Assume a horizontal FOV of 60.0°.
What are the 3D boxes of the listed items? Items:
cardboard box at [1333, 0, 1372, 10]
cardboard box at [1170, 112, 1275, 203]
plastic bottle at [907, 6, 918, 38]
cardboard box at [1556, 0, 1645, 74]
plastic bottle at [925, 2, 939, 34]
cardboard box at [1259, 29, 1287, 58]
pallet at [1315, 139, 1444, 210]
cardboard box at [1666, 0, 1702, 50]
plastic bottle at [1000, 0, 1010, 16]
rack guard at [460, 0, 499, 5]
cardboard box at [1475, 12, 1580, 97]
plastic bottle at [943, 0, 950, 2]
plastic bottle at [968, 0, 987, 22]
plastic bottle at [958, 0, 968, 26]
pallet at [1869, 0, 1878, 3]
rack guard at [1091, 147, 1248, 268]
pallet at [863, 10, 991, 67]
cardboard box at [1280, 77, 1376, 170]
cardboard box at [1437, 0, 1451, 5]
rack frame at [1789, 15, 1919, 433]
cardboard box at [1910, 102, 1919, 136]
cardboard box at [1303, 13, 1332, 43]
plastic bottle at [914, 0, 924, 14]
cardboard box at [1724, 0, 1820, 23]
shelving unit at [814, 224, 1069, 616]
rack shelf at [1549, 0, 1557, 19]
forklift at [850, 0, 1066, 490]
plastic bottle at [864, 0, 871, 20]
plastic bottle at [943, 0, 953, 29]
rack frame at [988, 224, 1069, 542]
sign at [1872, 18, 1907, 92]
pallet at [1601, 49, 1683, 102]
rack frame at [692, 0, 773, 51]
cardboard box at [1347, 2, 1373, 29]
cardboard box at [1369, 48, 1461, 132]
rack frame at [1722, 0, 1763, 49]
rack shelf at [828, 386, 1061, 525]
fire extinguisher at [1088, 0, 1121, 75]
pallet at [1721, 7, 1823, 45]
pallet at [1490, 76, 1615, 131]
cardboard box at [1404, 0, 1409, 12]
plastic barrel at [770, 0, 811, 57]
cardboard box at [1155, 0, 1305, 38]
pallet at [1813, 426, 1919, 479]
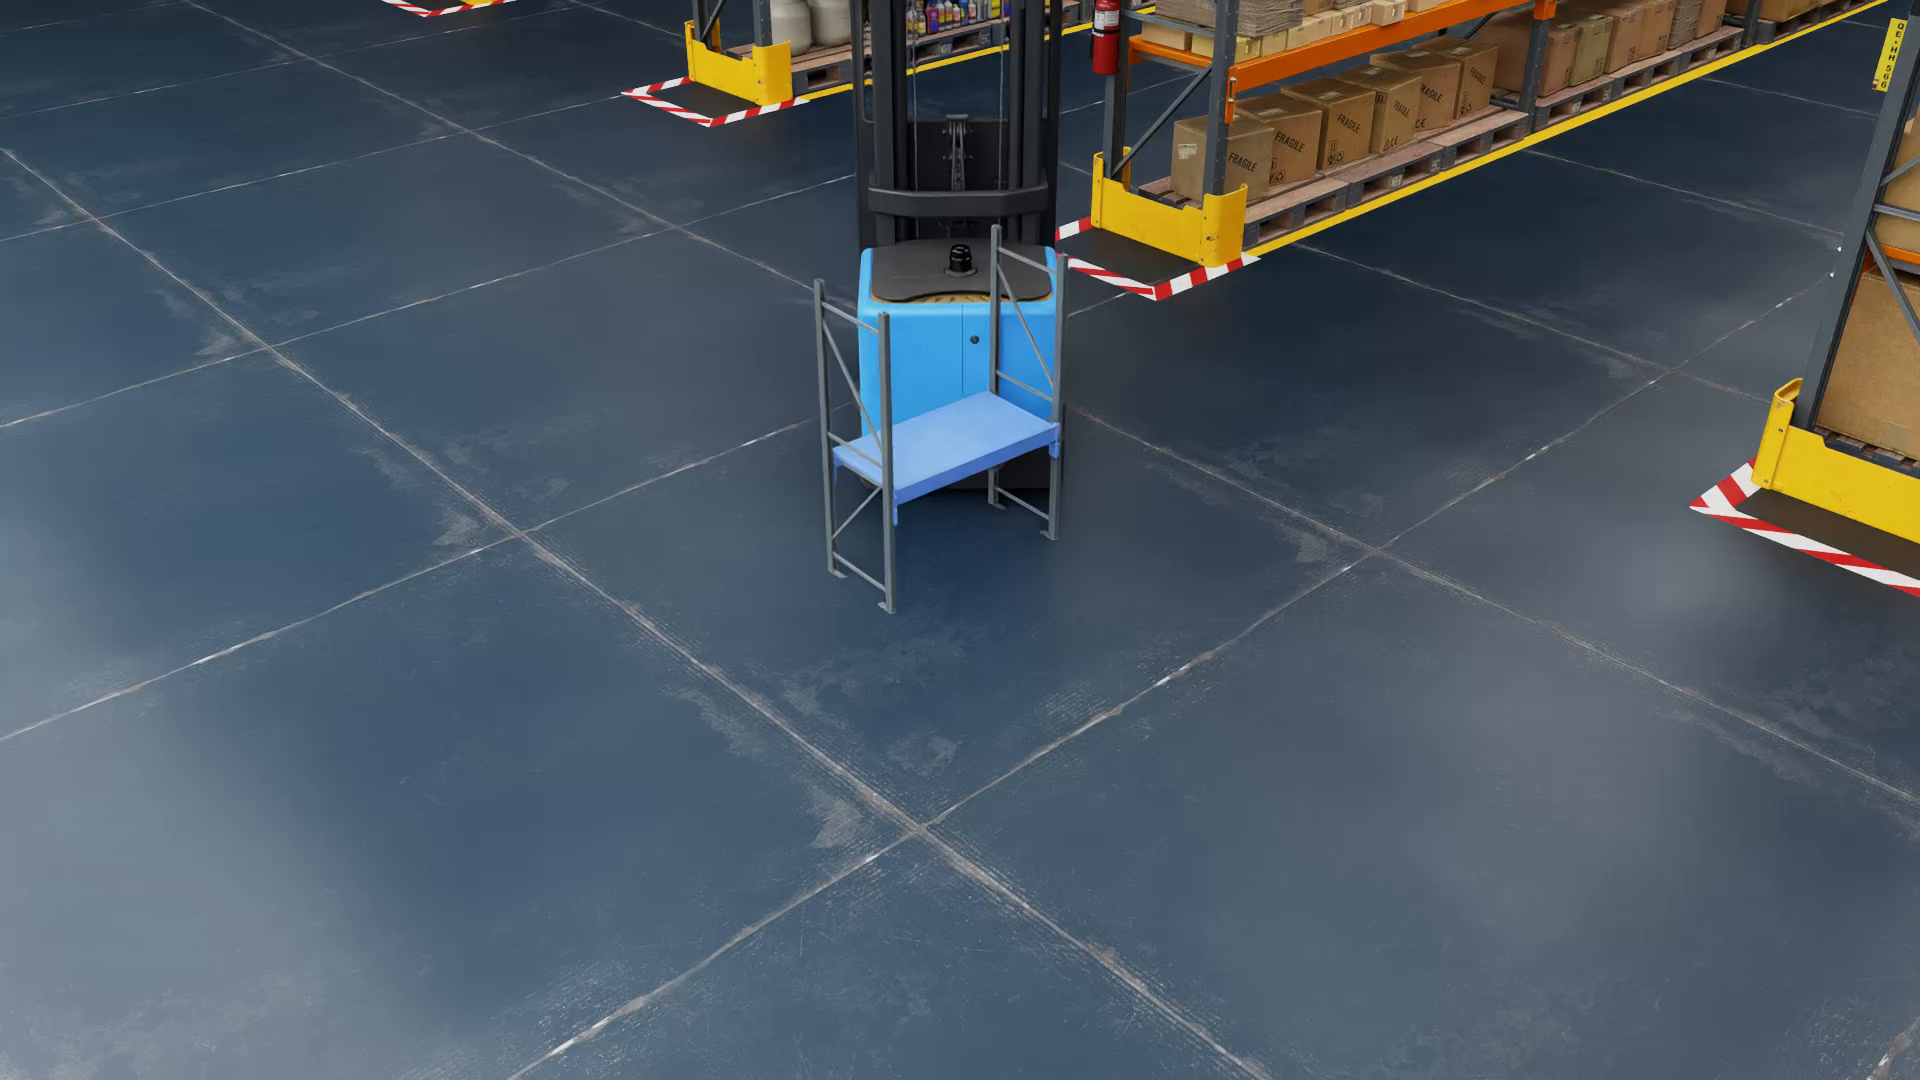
[{"bbox_3d":[2.486,-4.108,11.712,0.500,0.500,0.875,-26,40,-35],"label":"cardboard box"},{"bbox_3d":[1.852,-2.697,11.780,0.500,0.500,0.500,-18,36,-27],"label":"cardboard box"},{"bbox_3d":[-0.443,-4.812,15.438,0.097,0.271,0.097,0,31,0],"label":"plastic bottle"},{"bbox_3d":[5.553,-4.480,14.675,0.700,0.500,0.500,25,40,35],"label":"cardboard box"},{"bbox_3d":[-0.265,-4.890,15.554,0.133,0.283,0.061,-25,39,-35],"label":"plastic bottle"},{"bbox_3d":[1.950,-3.354,11.100,0.250,0.149,0.380,-26,40,-35],"label":"cardboard box"},{"bbox_3d":[2.953,-2.912,12.810,1.213,0.211,1.003,-26,40,-35],"label":"pallet"},{"bbox_3d":[6.373,-4.882,15.332,0.700,0.500,0.500,25,40,35],"label":"cardboard box"},{"bbox_3d":[0.440,-5.231,16.112,0.133,0.283,0.061,-23,38,-32],"label":"plastic bottle"},{"bbox_3d":[-5.367,-6.086,17.723,0.348,0.500,1.175,-26,40,-35],"label":"rack guard"},{"bbox_3d":[4.781,-4.119,14.086,0.700,0.500,0.500,26,40,35],"label":"cardboard box"},{"bbox_3d":[-0.146,-5.446,16.474,0.097,0.271,0.097,0,31,0],"label":"plastic bottle"},{"bbox_3d":[0.173,-5.131,15.956,0.135,0.276,0.152,-25,39,-35],"label":"plastic bottle"},{"bbox_3d":[0.030,-5.041,15.812,0.097,0.271,0.097,0,31,0],"label":"plastic bottle"},{"bbox_3d":[9.668,-6.134,18.079,1.213,0.211,1.003,-26,40,-35],"label":"pallet"},{"bbox_3d":[1.439,-2.330,11.581,0.348,0.500,1.175,-26,40,-35],"label":"rack guard"},{"bbox_3d":[-0.467,-4.836,15.957,1.213,0.211,1.003,-26,40,-35],"label":"pallet"},{"bbox_3d":[2.739,-3.137,12.499,0.500,0.500,0.500,-22,38,-31],"label":"cardboard box"},{"bbox_3d":[3.408,-4.068,12.268,0.250,0.149,0.380,-26,40,-35],"label":"cardboard box"},{"bbox_3d":[4.681,-1.436,7.724,0.127,3.000,1.000,-26,40,-35],"label":"rack frame"},{"bbox_3d":[4.980,-2.078,7.594,0.550,0.550,0.875,-26,40,-35],"label":"cardboard box"},{"bbox_3d":[2.313,-3.533,11.394,0.250,0.149,0.380,-26,40,-35],"label":"cardboard box"},{"bbox_3d":[-0.398,-5.235,16.197,0.097,0.201,0.097,0,31,0],"label":"plastic bottle"},{"bbox_3d":[7.769,-5.717,16.358,1.225,0.875,0.875,27,41,37],"label":"cardboard box"},{"bbox_3d":[-0.073,-0.566,7.738,1.048,1.500,0.538,-24,39,-33],"label":"shelving unit"},{"bbox_3d":[5.783,-5.191,14.553,4.000,0.370,1.077,-26,40,-35],"label":"rack shelf"},{"bbox_3d":[-0.026,-2.240,9.104,1.130,2.935,3.031,-1,31,-1],"label":"forklift"},{"bbox_3d":[-0.863,-5.161,15.996,0.133,0.283,0.061,-25,39,-34],"label":"plastic bottle"},{"bbox_3d":[-0.119,-4.969,15.694,0.097,0.271,0.097,0,31,0],"label":"plastic bottle"},{"bbox_3d":[0.317,-0.736,8.016,0.032,1.500,0.500,-24,39,-33],"label":"rack frame"},{"bbox_3d":[4.323,-2.244,7.707,0.005,0.325,0.100,-26,40,-35],"label":"sign"},{"bbox_3d":[5.781,-4.310,15.097,1.213,0.211,1.003,-26,40,-35],"label":"pallet"},{"bbox_3d":[-1.985,-5.264,13.984,0.127,3.000,1.000,-26,40,-35],"label":"rack frame"},{"bbox_3d":[2.666,-3.718,11.696,0.250,0.149,0.380,-26,40,-35],"label":"cardboard box"},{"bbox_3d":[3.581,-3.569,13.204,0.500,0.500,0.500,-13,34,-21],"label":"cardboard box"},{"bbox_3d":[7.249,-6.207,15.526,0.127,3.000,1.000,-26,40,-35],"label":"rack frame"},{"bbox_3d":[-0.073,-0.412,7.832,1.000,0.185,0.538,-24,39,-33],"label":"rack shelf"},{"bbox_3d":[0.986,-3.472,11.127,0.183,0.674,0.296,-26,40,-35],"label":"fire extinguisher"},{"bbox_3d":[7.879,-5.268,16.663,1.213,0.211,1.003,-26,40,-35],"label":"pallet"},{"bbox_3d":[4.886,-3.876,14.386,1.213,0.211,1.003,-26,40,-35],"label":"pallet"},{"bbox_3d":[3.013,-3.907,12.004,0.250,0.149,0.380,-26,40,-35],"label":"cardboard box"},{"bbox_3d":[-1.554,-4.645,14.953,0.421,0.512,0.421,0,31,0],"label":"plastic barrel"},{"bbox_3d":[1.805,-3.724,11.083,0.500,0.500,0.875,-26,40,-35],"label":"cardboard box"},{"bbox_3d":[5.214,-0.560,8.964,1.213,0.211,1.003,-26,40,-35],"label":"pallet"}]
